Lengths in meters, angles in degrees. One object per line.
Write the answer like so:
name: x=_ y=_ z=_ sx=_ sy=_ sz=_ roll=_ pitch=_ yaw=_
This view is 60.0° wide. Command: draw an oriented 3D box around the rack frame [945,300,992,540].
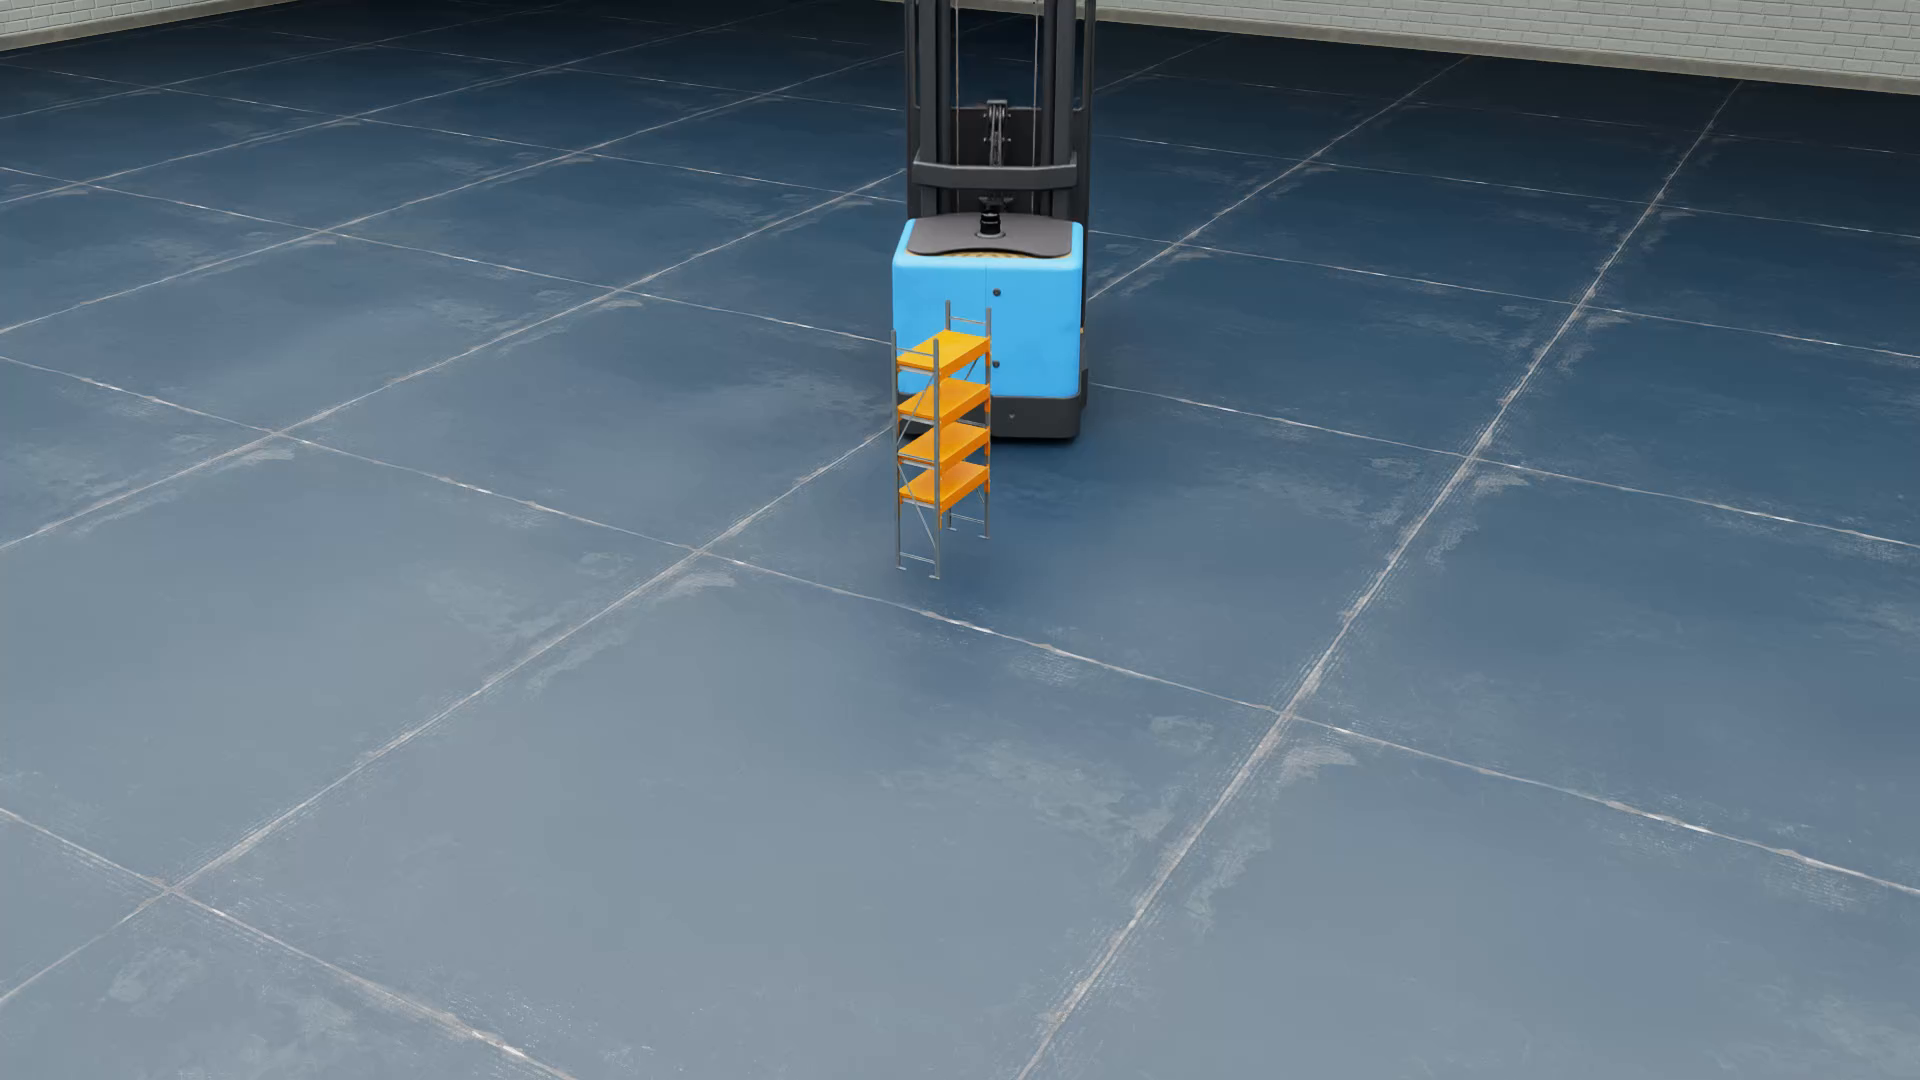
rack frame: x=0.039 y=-0.567 z=8.043 sx=0.240 sy=1.200 sz=0.015 roll=14 pitch=30 yaw=26

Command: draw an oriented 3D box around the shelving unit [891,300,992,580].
shelving unit: x=-0.081 y=-0.472 z=7.853 sx=0.258 sy=1.200 sz=0.503 roll=14 pitch=30 yaw=26

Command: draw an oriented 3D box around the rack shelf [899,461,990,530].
rack shelf: x=-0.081 y=-0.234 z=7.972 sx=0.258 sy=0.148 sz=0.480 roll=14 pitch=30 yaw=26

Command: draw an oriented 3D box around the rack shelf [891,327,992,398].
rack shelf: x=-0.081 y=-0.823 z=7.677 sx=0.258 sy=0.148 sz=0.480 roll=14 pitch=30 yaw=26

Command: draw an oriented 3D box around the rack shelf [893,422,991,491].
rack shelf: x=-0.081 y=-0.412 z=7.883 sx=0.258 sy=0.148 sz=0.480 roll=14 pitch=30 yaw=26

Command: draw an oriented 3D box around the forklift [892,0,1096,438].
forklift: x=0.246 y=-2.498 z=9.966 sx=1.130 sy=2.935 sz=3.031 roll=2 pitch=27 yaw=4

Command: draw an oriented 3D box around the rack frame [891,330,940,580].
rack frame: x=-0.201 y=-0.377 z=7.663 sx=0.240 sy=1.200 sz=0.015 roll=14 pitch=30 yaw=26

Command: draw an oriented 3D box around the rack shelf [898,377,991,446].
rack shelf: x=-0.081 y=-0.612 z=7.783 sx=0.258 sy=0.148 sz=0.480 roll=14 pitch=30 yaw=26
